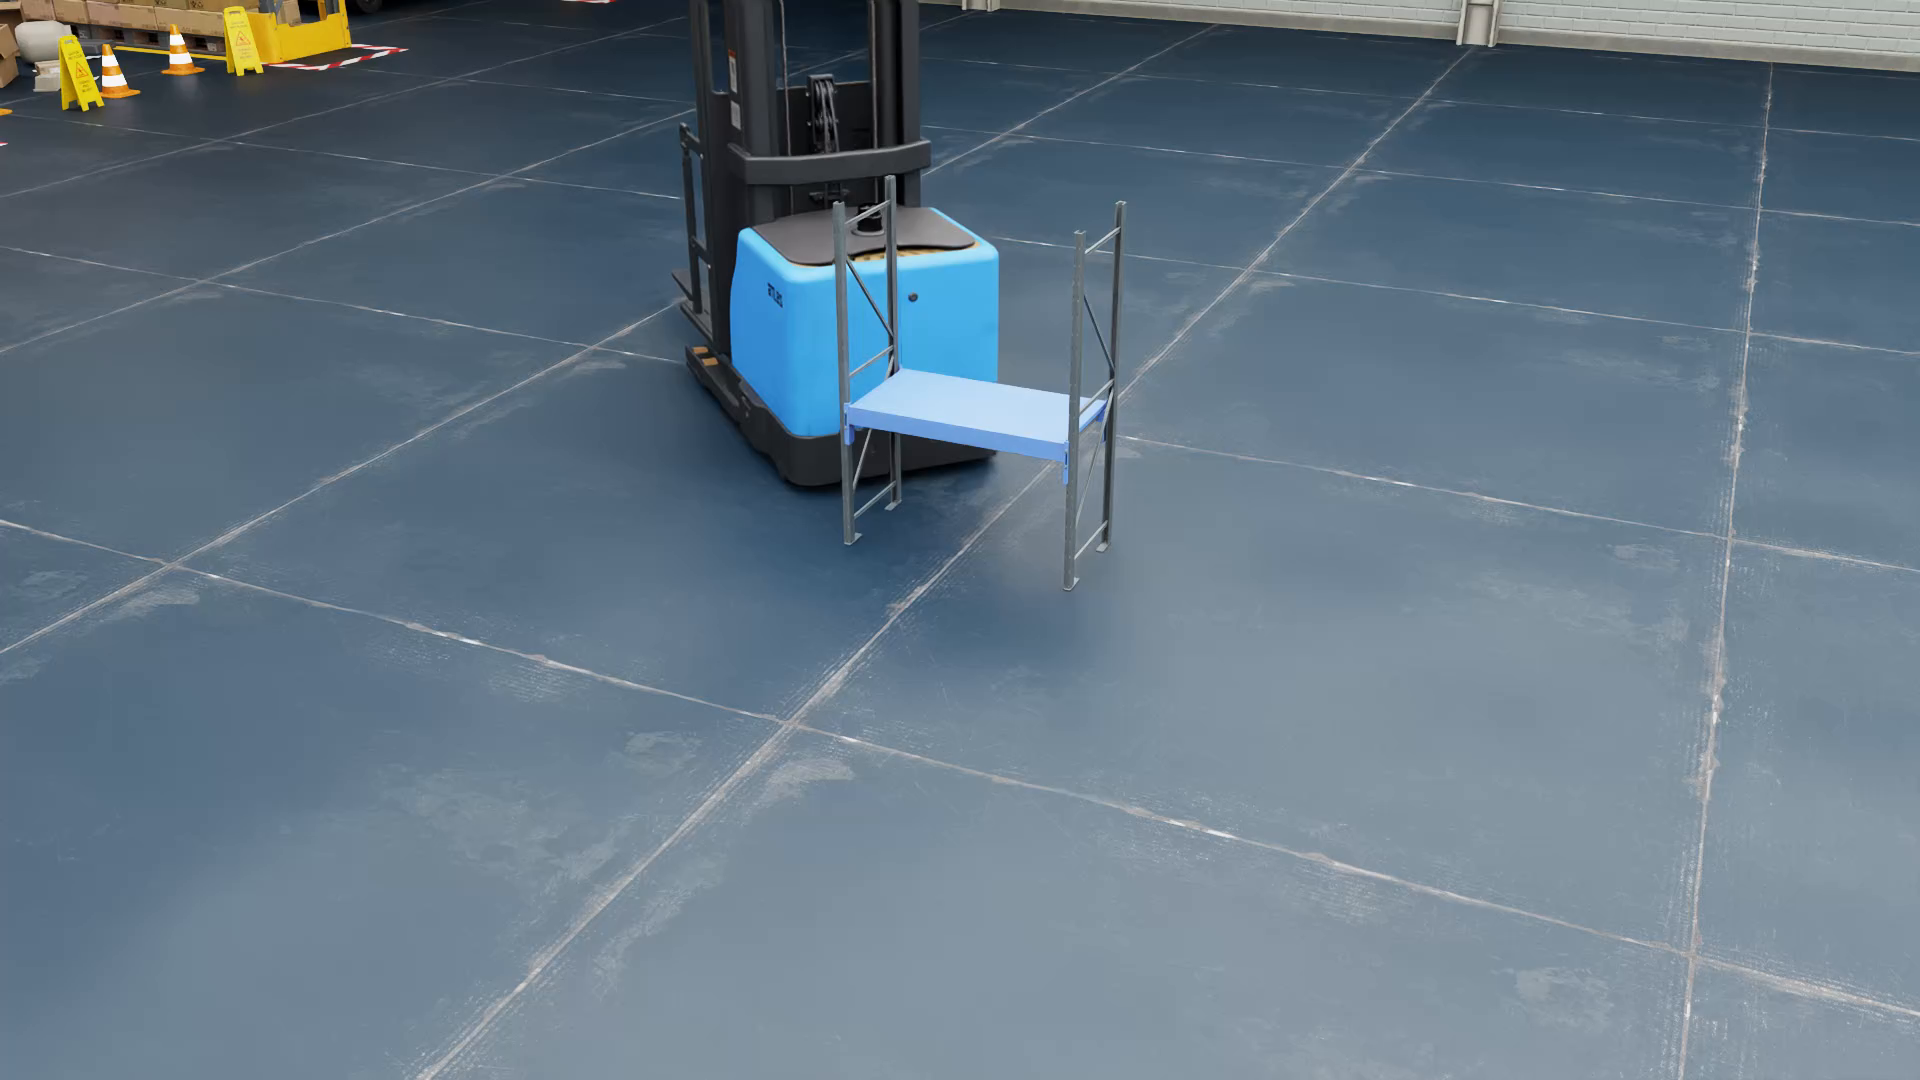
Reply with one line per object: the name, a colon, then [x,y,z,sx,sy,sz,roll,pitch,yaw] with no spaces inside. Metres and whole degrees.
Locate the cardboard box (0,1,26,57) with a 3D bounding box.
cardboard box: [-10.217,-5.426,17.702,0.500,0.500,0.500,-12,29,-23]

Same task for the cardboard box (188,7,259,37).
cardboard box: [-7.857,-5.557,17.779,0.500,0.250,0.500,11,28,22]

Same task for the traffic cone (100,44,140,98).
traffic cone: [-8.063,-4.472,15.808,0.334,0.463,0.336,11,28,22]

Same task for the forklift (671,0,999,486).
forklift: [-0.845,-2.187,8.374,1.130,2.935,3.031,-11,28,-20]

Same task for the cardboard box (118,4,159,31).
cardboard box: [-8.782,-5.744,18.158,0.500,0.250,0.500,10,28,20]

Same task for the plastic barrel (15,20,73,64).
plastic barrel: [-9.495,-5.171,17.274,0.512,0.421,0.421,-12,29,-23]

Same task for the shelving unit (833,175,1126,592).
shelving unit: [0.078,-0.657,6.887,1.048,1.500,0.538,11,28,22]

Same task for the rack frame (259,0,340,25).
rack frame: [-6.988,-6.558,17.175,0.127,3.000,1.000,11,28,22]

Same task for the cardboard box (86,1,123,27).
cardboard box: [-9.229,-5.839,18.351,0.500,0.250,0.500,11,28,21]

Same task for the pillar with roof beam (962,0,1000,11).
pillar with roof beam: [-1.518,-8.908,15.155,0.400,9.000,9.100,11,28,22]

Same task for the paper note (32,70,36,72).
paper note: [-9.384,-4.809,16.996,0.142,0.019,0.148,23,35,39]

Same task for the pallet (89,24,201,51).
pallet: [-8.889,-5.708,18.604,1.213,0.211,1.003,11,28,22]

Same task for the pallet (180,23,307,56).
pallet: [-7.782,-5.484,18.149,1.213,0.211,1.003,11,28,22]

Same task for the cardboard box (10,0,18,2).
cardboard box: [-11.108,-6.394,19.341,0.625,0.372,0.950,12,29,22]

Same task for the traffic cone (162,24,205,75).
traffic cone: [-7.913,-4.980,16.841,0.334,0.463,0.336,11,28,22]

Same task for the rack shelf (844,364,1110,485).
rack shelf: [0.078,-0.496,6.967,1.000,0.185,0.538,11,28,22]

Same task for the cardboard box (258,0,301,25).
cardboard box: [-7.608,-5.772,18.215,0.500,0.250,0.500,11,28,21]

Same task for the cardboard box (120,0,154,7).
cardboard box: [-8.758,-6.080,17.992,0.500,0.500,0.500,11,28,21]

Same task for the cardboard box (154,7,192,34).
cardboard box: [-8.304,-5.651,17.969,0.500,0.250,0.500,11,28,22]

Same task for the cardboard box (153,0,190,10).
cardboard box: [-8.302,-5.985,17.799,0.500,0.500,0.500,12,29,24]

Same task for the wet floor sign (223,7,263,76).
wet floor sign: [-7.258,-5.037,16.750,0.232,0.644,0.267,23,35,39]

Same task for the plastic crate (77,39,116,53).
plastic crate: [-9.540,-5.363,18.052,0.583,0.080,0.402,2,26,4]

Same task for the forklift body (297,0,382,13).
forklift body: [-7.418,-7.787,20.632,1.214,2.155,2.313,11,28,22]

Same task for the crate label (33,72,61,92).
crate label: [-8.805,-4.444,16.122,0.298,0.136,0.250,-2,26,-5]

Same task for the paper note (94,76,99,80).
paper note: [-8.673,-4.599,16.556,0.142,0.019,0.148,2,26,4]

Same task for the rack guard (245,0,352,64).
rack guard: [-7.057,-5.451,17.755,0.348,0.500,1.175,11,28,22]

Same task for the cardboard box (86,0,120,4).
cardboard box: [-9.241,-6.176,18.186,0.500,0.500,0.500,13,29,24]

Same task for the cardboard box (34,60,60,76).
cardboard box: [-9.017,-4.707,16.641,0.380,0.149,0.250,-18,31,-31]

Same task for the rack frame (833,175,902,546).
rack frame: [-0.385,-0.750,7.076,0.032,1.500,0.500,11,28,22]

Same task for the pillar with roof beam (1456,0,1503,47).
pillar with roof beam: [3.944,-7.811,12.927,0.400,9.000,9.100,11,28,22]

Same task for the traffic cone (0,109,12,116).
traffic cone: [-8.841,-4.079,15.012,0.334,0.463,0.336,11,28,22]

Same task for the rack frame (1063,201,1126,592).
rack frame: [0.540,-0.564,6.698,0.032,1.500,0.500,11,28,22]

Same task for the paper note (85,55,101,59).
paper note: [-9.197,-5.119,17.613,0.148,0.019,0.142,2,26,4]

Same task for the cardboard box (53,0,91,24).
cardboard box: [-9.713,-5.935,18.546,0.500,0.250,0.500,13,29,25]

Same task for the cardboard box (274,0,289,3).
cardboard box: [-7.630,-6.112,18.057,0.500,0.500,0.500,10,28,20]

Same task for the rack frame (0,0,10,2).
rack frame: [-10.629,-7.290,18.660,0.127,3.000,1.000,11,28,22]

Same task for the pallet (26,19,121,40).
pallet: [-10.003,-5.930,19.055,1.213,0.211,1.003,11,28,22]

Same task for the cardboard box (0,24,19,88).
cardboard box: [-9.635,-4.741,16.311,0.637,0.503,0.797,-7,27,-14]

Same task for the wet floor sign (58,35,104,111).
wet floor sign: [-8.099,-4.284,15.221,0.232,0.644,0.267,6,27,13]

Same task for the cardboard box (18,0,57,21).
cardboard box: [-10.204,-6.028,18.735,0.500,0.250,0.500,10,28,19]

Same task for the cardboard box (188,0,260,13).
cardboard box: [-7.825,-5.891,17.608,0.500,0.500,0.500,12,28,22]
